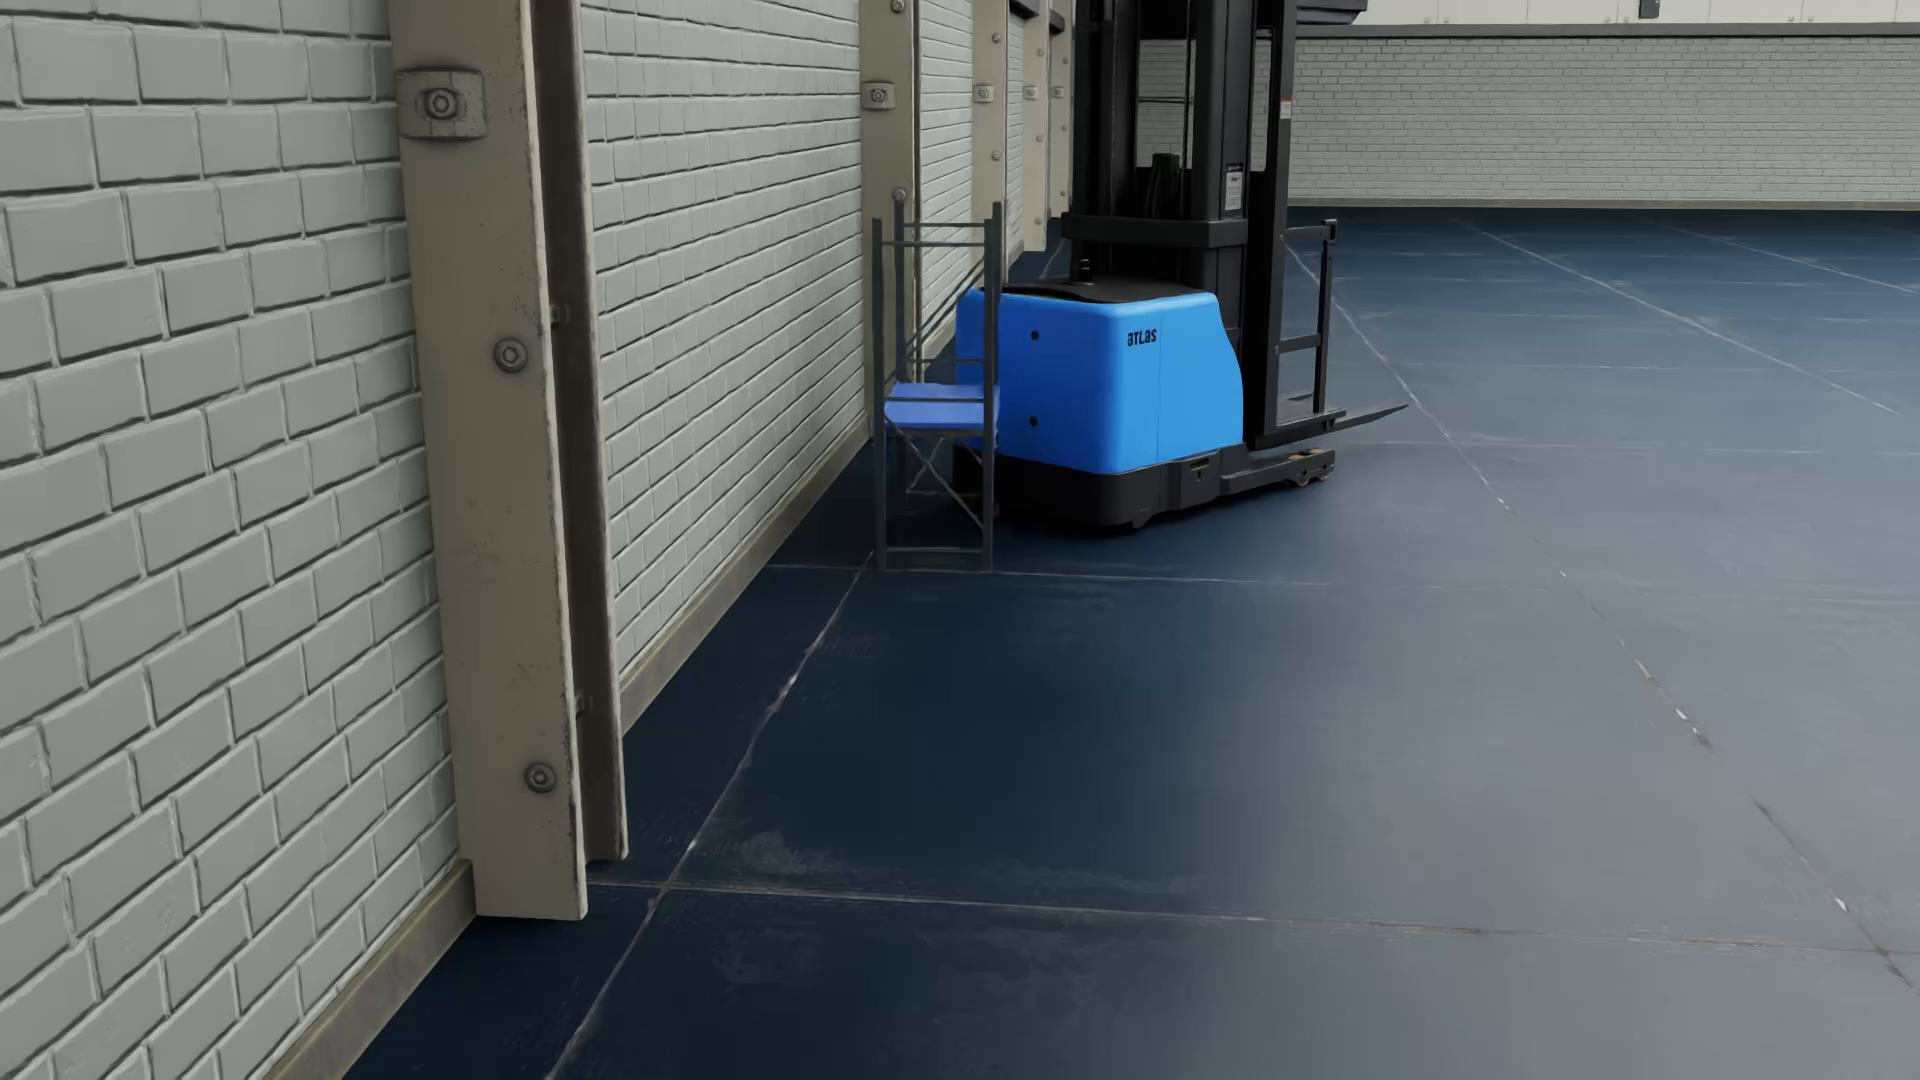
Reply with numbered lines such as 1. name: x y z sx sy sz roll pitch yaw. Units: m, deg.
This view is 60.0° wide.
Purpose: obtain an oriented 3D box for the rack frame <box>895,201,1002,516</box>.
1. rack frame: -0.055 -0.846 7.917 0.500 1.500 0.032 1 15 3

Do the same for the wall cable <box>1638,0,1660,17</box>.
1. wall cable: 12.709 -11.758 27.391 2.305 6.003 0.169 2 15 6

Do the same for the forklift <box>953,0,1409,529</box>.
1. forklift: 1.352 -1.779 8.627 1.130 2.935 3.031 14 21 42

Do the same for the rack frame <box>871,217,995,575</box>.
1. rack frame: -0.109 -0.581 6.937 0.500 1.500 0.032 1 15 3

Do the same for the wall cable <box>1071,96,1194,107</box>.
1. wall cable: 3.278 -8.901 29.289 3.097 2.526 0.112 2 15 6

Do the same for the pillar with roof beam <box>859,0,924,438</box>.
1. pillar with roof beam: 3.878 -4.880 8.468 9.100 9.000 0.400 2 15 6

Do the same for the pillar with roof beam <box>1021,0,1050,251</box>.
1. pillar with roof beam: 5.232 -7.992 19.978 9.100 9.000 0.400 2 15 6

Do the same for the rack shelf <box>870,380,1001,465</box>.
1. rack shelf: -0.082 -0.540 7.474 0.538 0.185 1.000 1 15 3

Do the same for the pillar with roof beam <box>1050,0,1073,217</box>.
1. pillar with roof beam: 5.909 -9.548 25.733 9.100 9.000 0.400 2 15 6

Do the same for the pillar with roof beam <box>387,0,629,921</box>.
1. pillar with roof beam: 3.201 -3.323 2.713 9.100 9.000 0.400 2 15 6

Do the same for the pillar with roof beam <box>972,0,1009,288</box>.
1. pillar with roof beam: 4.555 -6.436 14.223 9.100 9.000 0.400 2 15 6

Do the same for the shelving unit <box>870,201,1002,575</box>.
1. shelving unit: -0.082 -0.714 7.427 0.538 1.500 1.048 1 15 3
